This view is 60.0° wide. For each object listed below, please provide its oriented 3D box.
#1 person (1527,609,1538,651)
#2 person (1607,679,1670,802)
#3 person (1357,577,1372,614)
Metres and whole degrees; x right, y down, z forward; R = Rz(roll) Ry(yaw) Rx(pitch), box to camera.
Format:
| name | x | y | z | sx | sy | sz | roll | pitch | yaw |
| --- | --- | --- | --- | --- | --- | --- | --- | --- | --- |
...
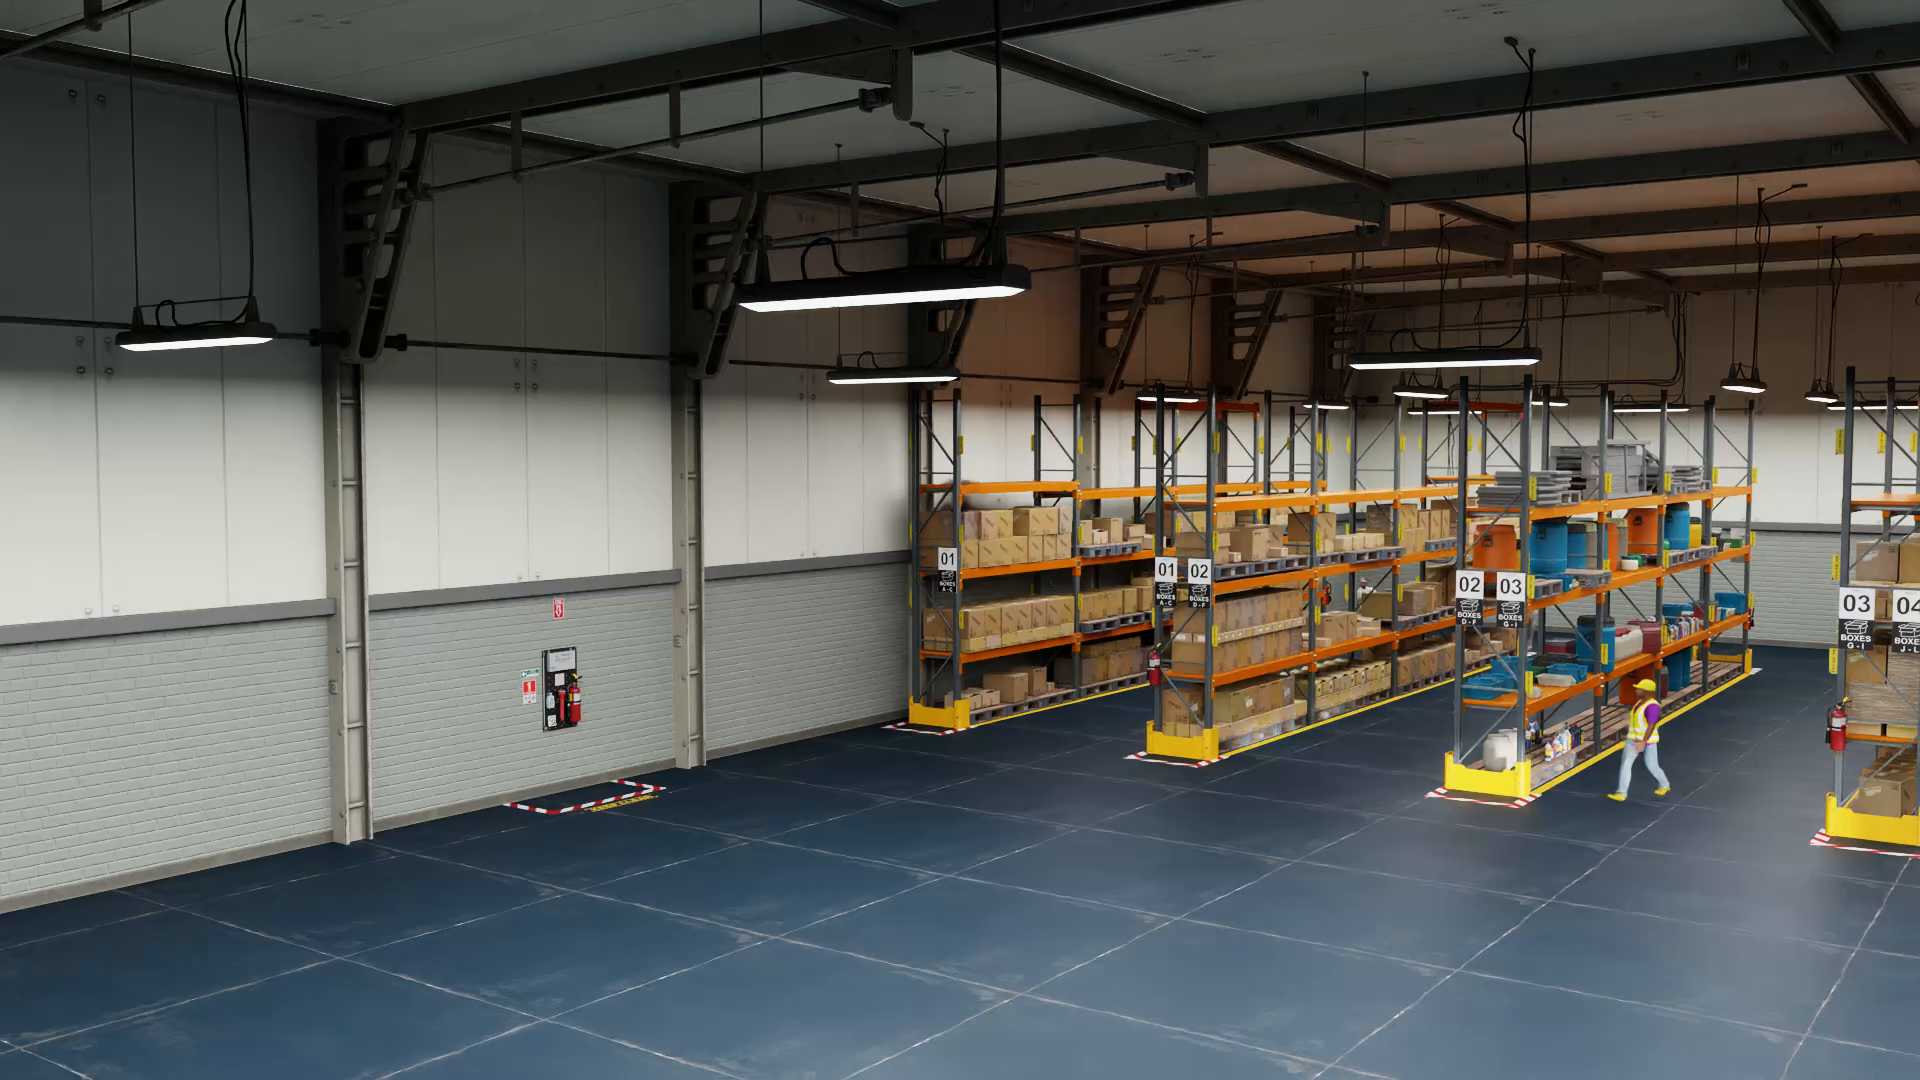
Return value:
| name | x | y | z | sx | sy | sz | roll | pitch | yaw |
| --- | --- | --- | --- | --- | --- | --- | --- | --- | --- |
| person | 13.902 | 1.906 | 40.571 | 0.463 | 1.613 | 0.366 | 1 | 3 | 18 |
| person | 9.610 | 2.816 | 23.351 | 1.039 | 1.728 | 0.514 | -2 | 4 | -34 |
| person | 10.271 | 1.771 | 41.758 | 0.605 | 1.676 | 0.468 | 1 | 3 | 11 |
